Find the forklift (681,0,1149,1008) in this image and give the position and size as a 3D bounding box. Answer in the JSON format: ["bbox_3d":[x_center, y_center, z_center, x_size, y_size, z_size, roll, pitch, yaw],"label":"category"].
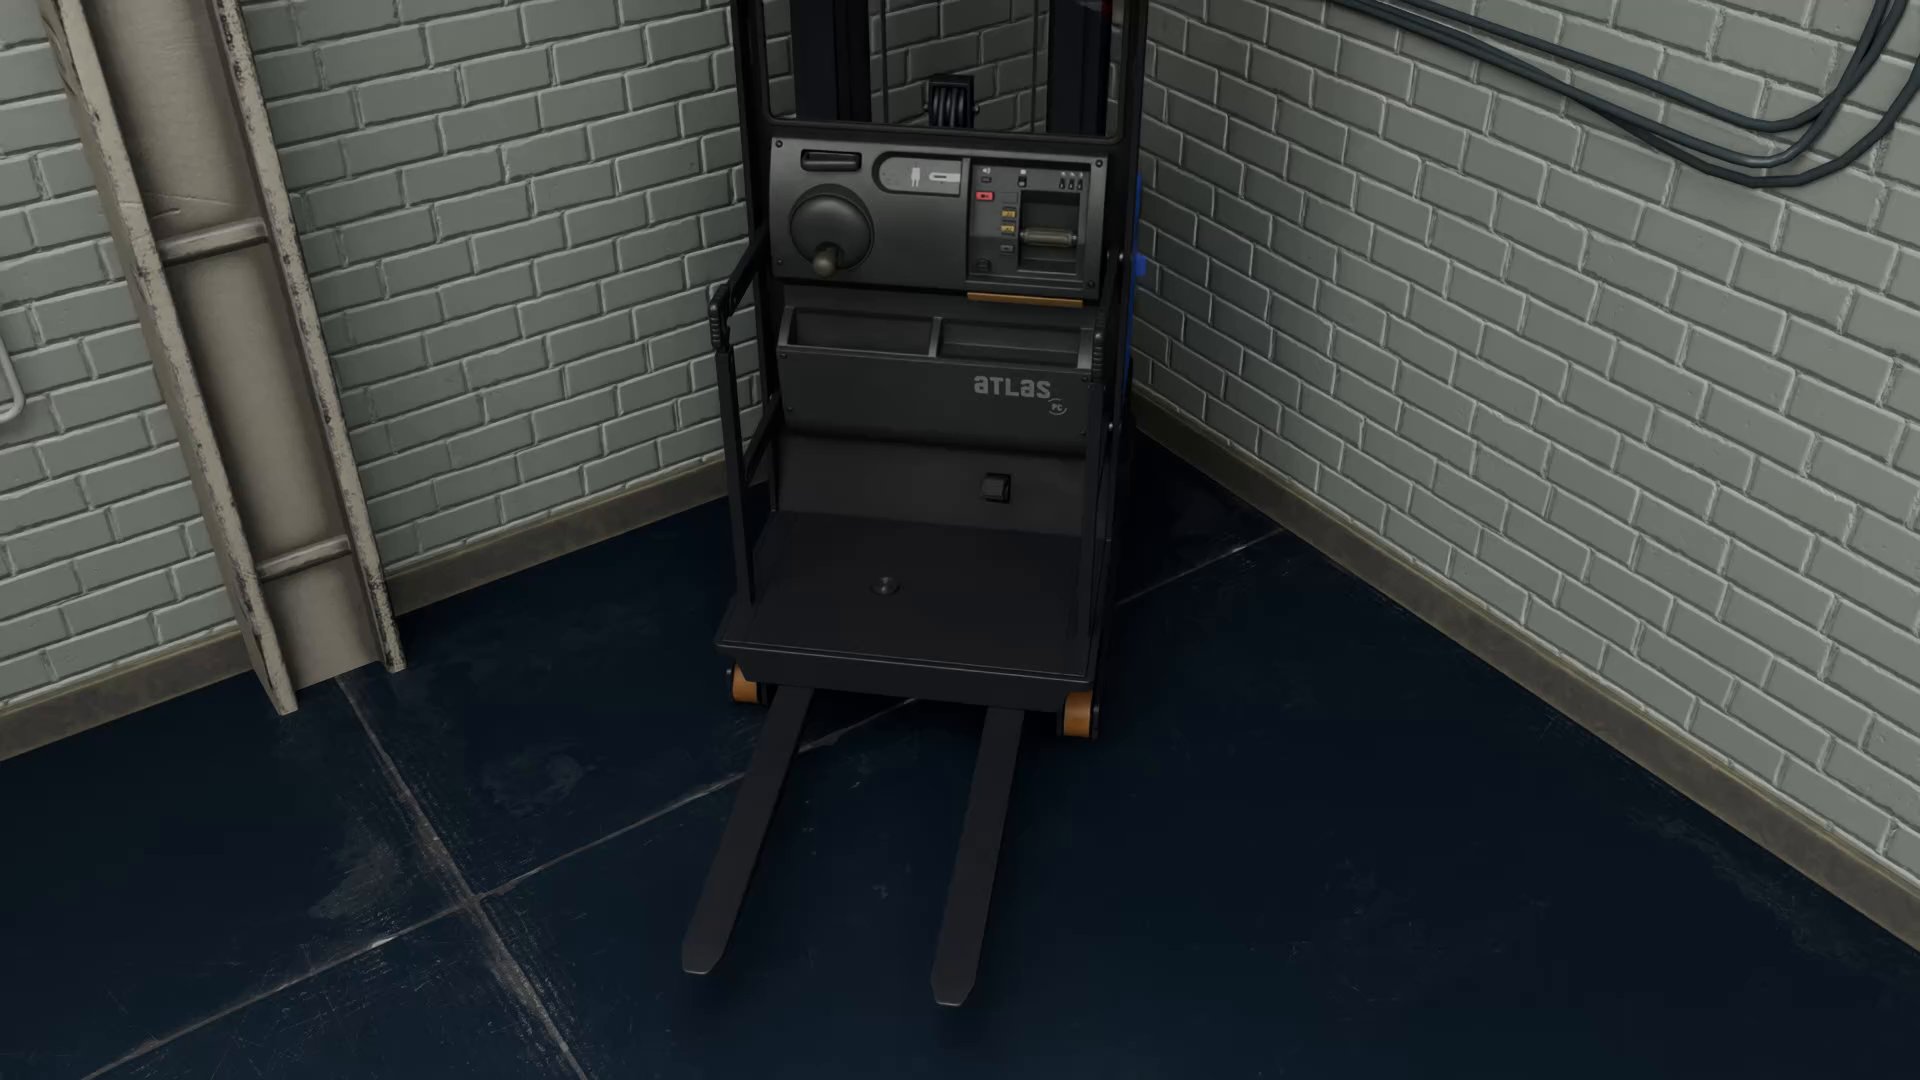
[{"bbox_3d":[-0.096,-0.828,4.392,1.130,2.935,3.031,5,36,7],"label":"forklift"}]

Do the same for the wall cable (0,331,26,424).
[{"bbox_3d":[-3.182,-0.800,3.424,1.851,1.984,0.084,-22,41,-28],"label":"wall cable"}]

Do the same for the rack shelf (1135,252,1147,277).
[{"bbox_3d":[0.373,-1.150,6.274,1.000,0.185,0.538,7,39,8],"label":"rack shelf"}]

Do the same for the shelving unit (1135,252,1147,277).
[{"bbox_3d":[0.375,-1.291,6.162,1.048,1.500,0.538,7,39,8],"label":"shelving unit"}]

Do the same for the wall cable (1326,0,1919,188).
[{"bbox_3d":[1.145,-2.413,4.057,0.112,2.526,3.097,-22,41,-28],"label":"wall cable"}]
